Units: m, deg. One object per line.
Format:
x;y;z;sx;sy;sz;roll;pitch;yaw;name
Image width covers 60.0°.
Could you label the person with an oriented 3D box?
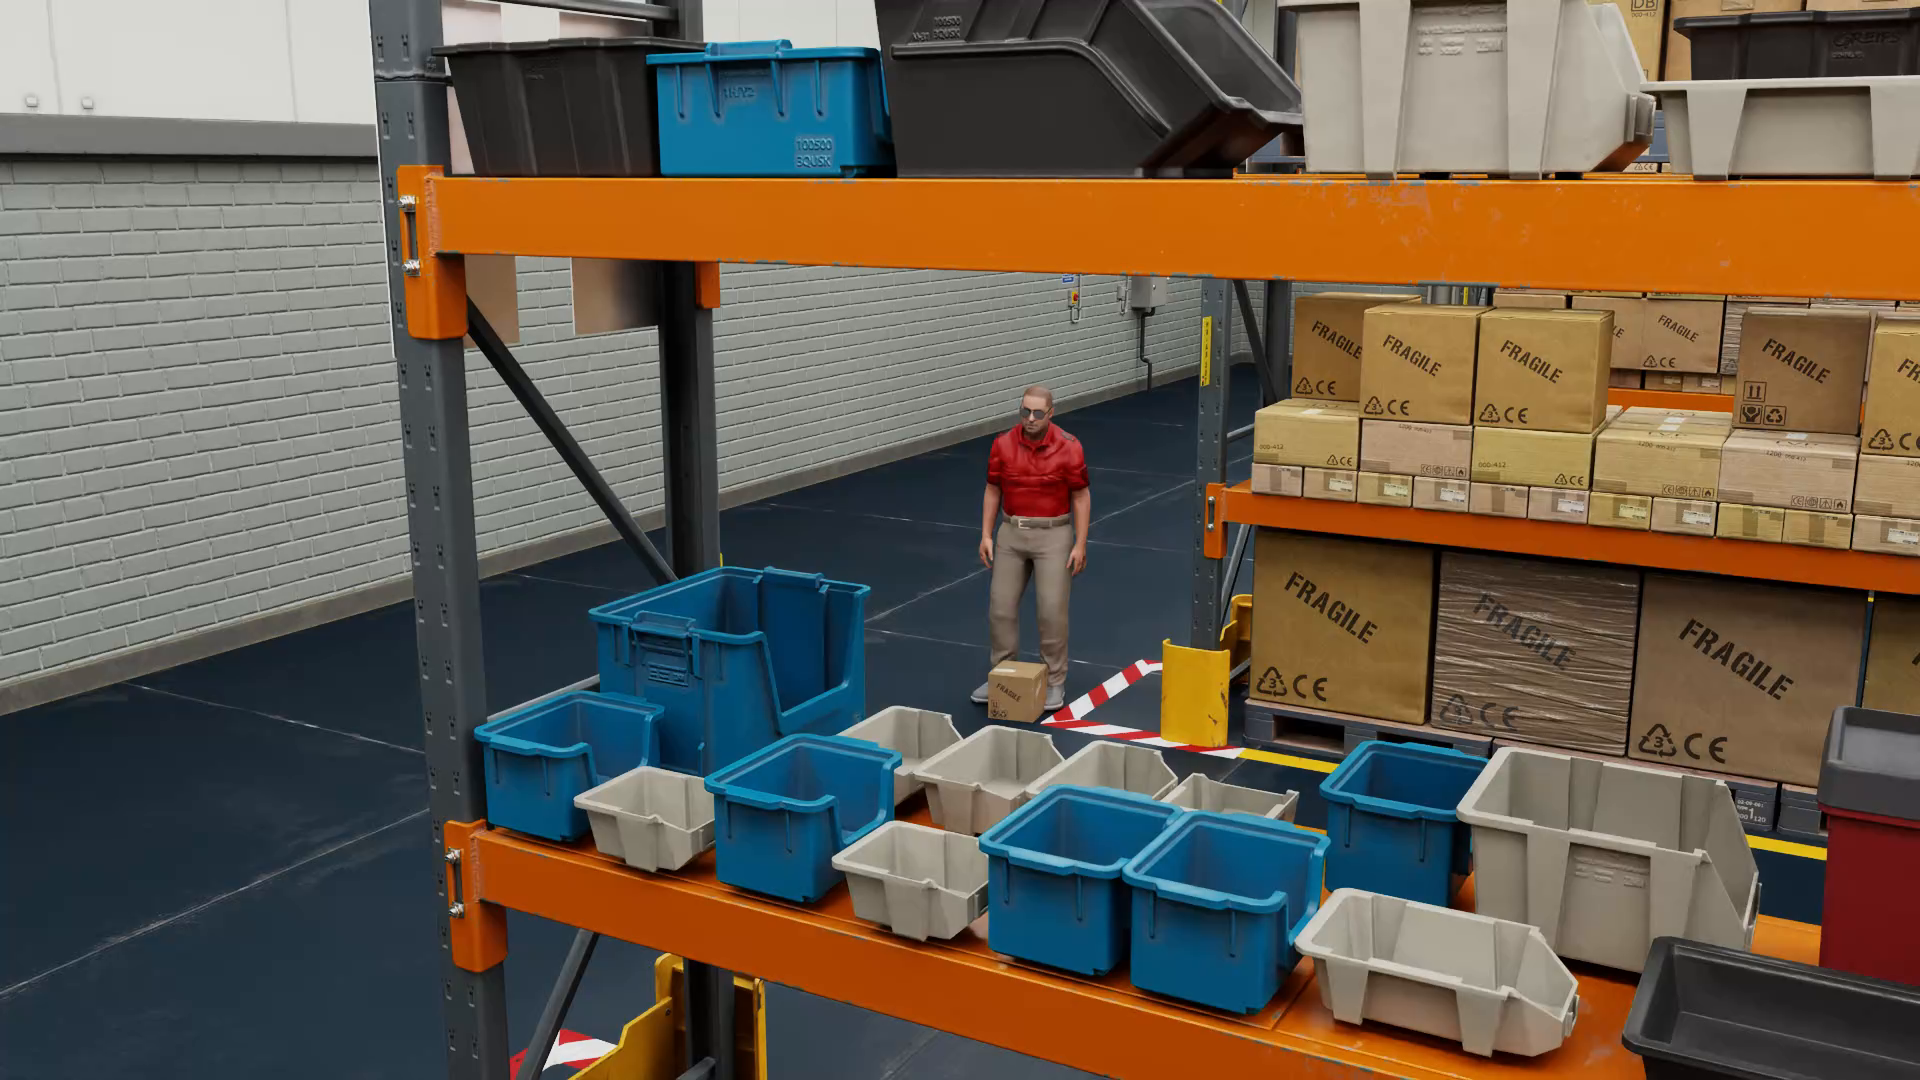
0.387;0.027;8.885;0.606;1.726;0.396;4;13;18;person
